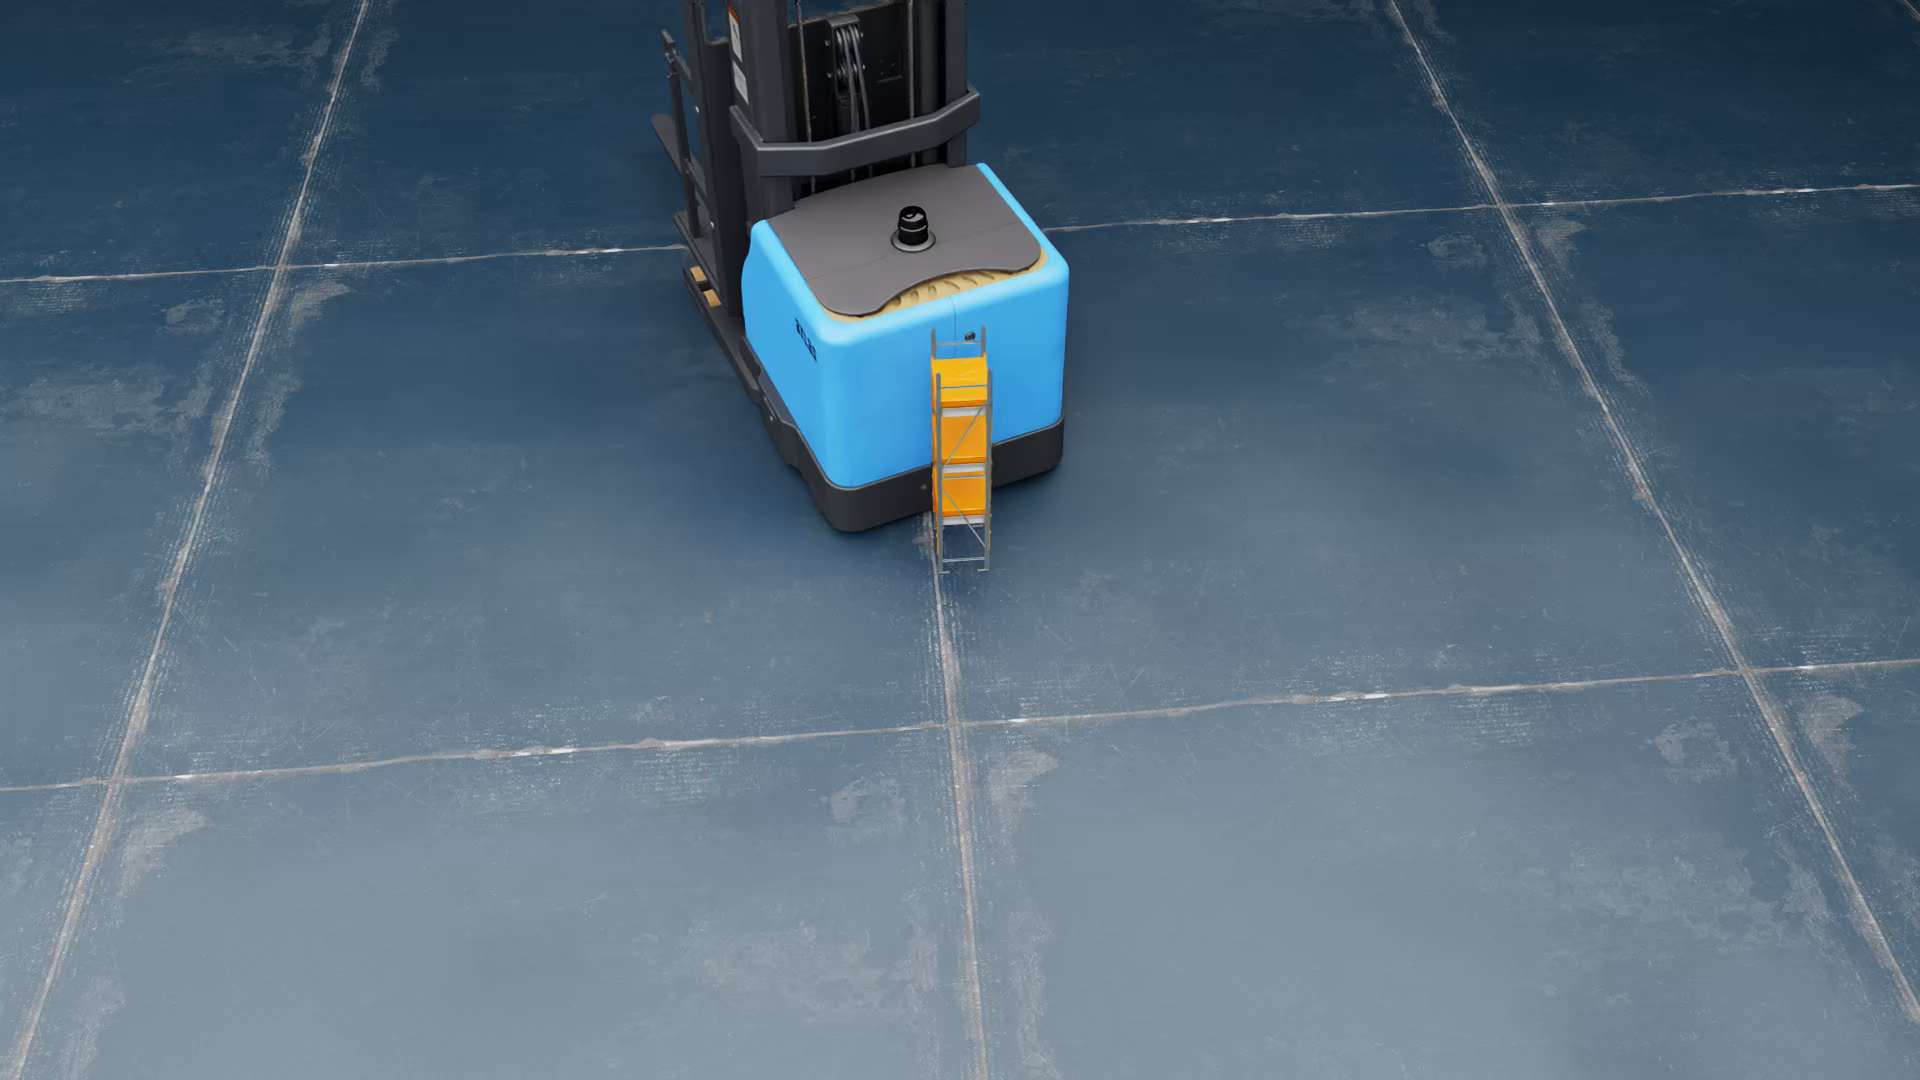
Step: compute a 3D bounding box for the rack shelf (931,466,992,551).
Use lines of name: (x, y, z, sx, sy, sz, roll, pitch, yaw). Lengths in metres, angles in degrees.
rack shelf: (0.004, -0.124, 6.542, 0.215, 0.259, 0.240, -3, 47, -3)

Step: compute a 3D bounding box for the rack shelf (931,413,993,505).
rack shelf: (0.004, -0.315, 6.340, 0.215, 0.259, 0.240, -3, 47, -3)

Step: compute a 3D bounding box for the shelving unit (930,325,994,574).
shelving unit: (0.004, -0.322, 6.332, 0.215, 1.050, 0.252, -3, 47, -3)

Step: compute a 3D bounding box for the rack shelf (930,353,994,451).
rack shelf: (0.004, -0.510, 6.134, 0.215, 0.259, 0.240, -3, 47, -3)

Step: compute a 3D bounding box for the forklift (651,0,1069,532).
forklift: (-0.642, -2.123, 6.742, 1.130, 2.935, 3.031, -18, 49, -17)

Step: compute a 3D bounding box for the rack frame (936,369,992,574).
rack frame: (0.015, -0.234, 6.249, 0.200, 1.050, 0.008, -3, 47, -3)

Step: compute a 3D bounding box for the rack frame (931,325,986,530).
rack frame: (-0.006, -0.411, 6.416, 0.200, 1.050, 0.008, -3, 47, -3)
